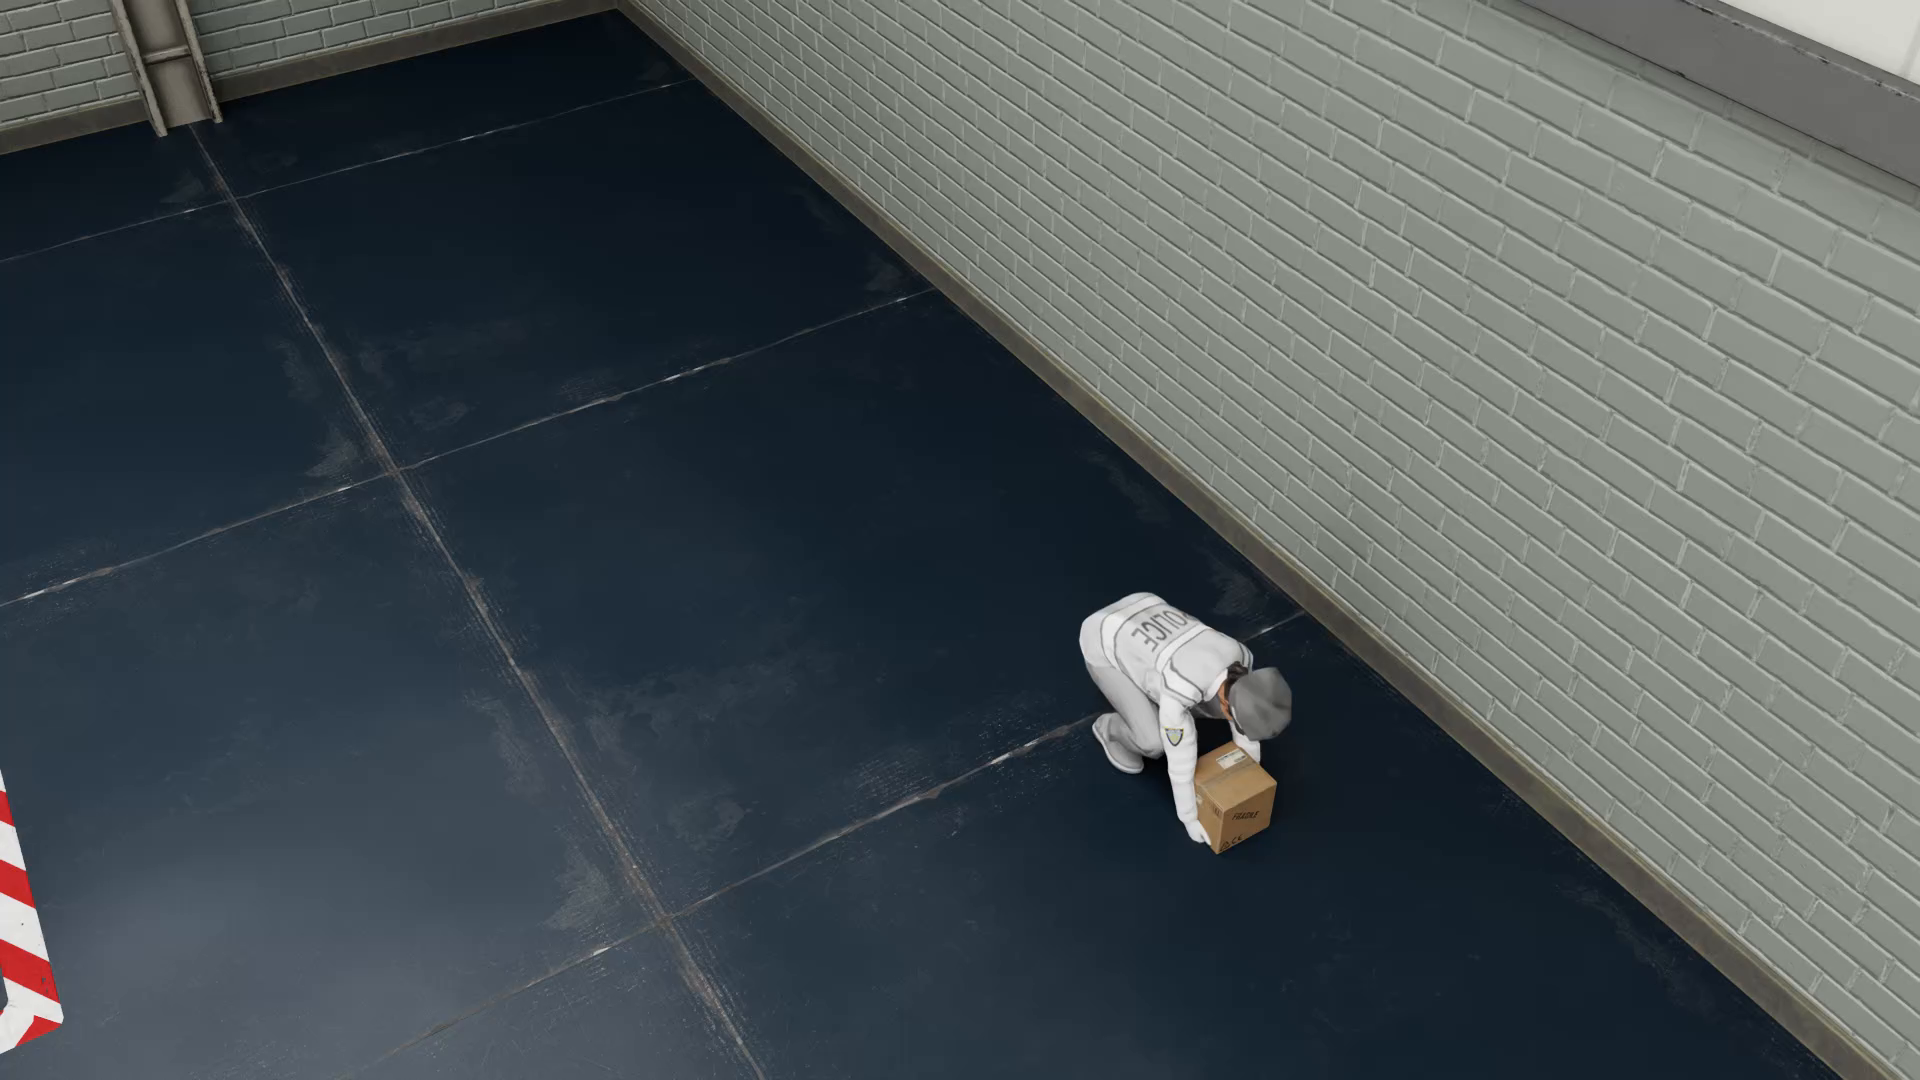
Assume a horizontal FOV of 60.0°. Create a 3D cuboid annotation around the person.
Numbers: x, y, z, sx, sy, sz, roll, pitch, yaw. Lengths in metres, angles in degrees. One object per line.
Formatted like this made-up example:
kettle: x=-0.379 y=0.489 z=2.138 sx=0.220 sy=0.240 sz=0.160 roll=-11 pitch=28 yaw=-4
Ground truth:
person: x=0.819 y=0.599 z=6.178 sx=0.456 sy=0.792 sz=0.906 roll=-24 pitch=46 yaw=-25
